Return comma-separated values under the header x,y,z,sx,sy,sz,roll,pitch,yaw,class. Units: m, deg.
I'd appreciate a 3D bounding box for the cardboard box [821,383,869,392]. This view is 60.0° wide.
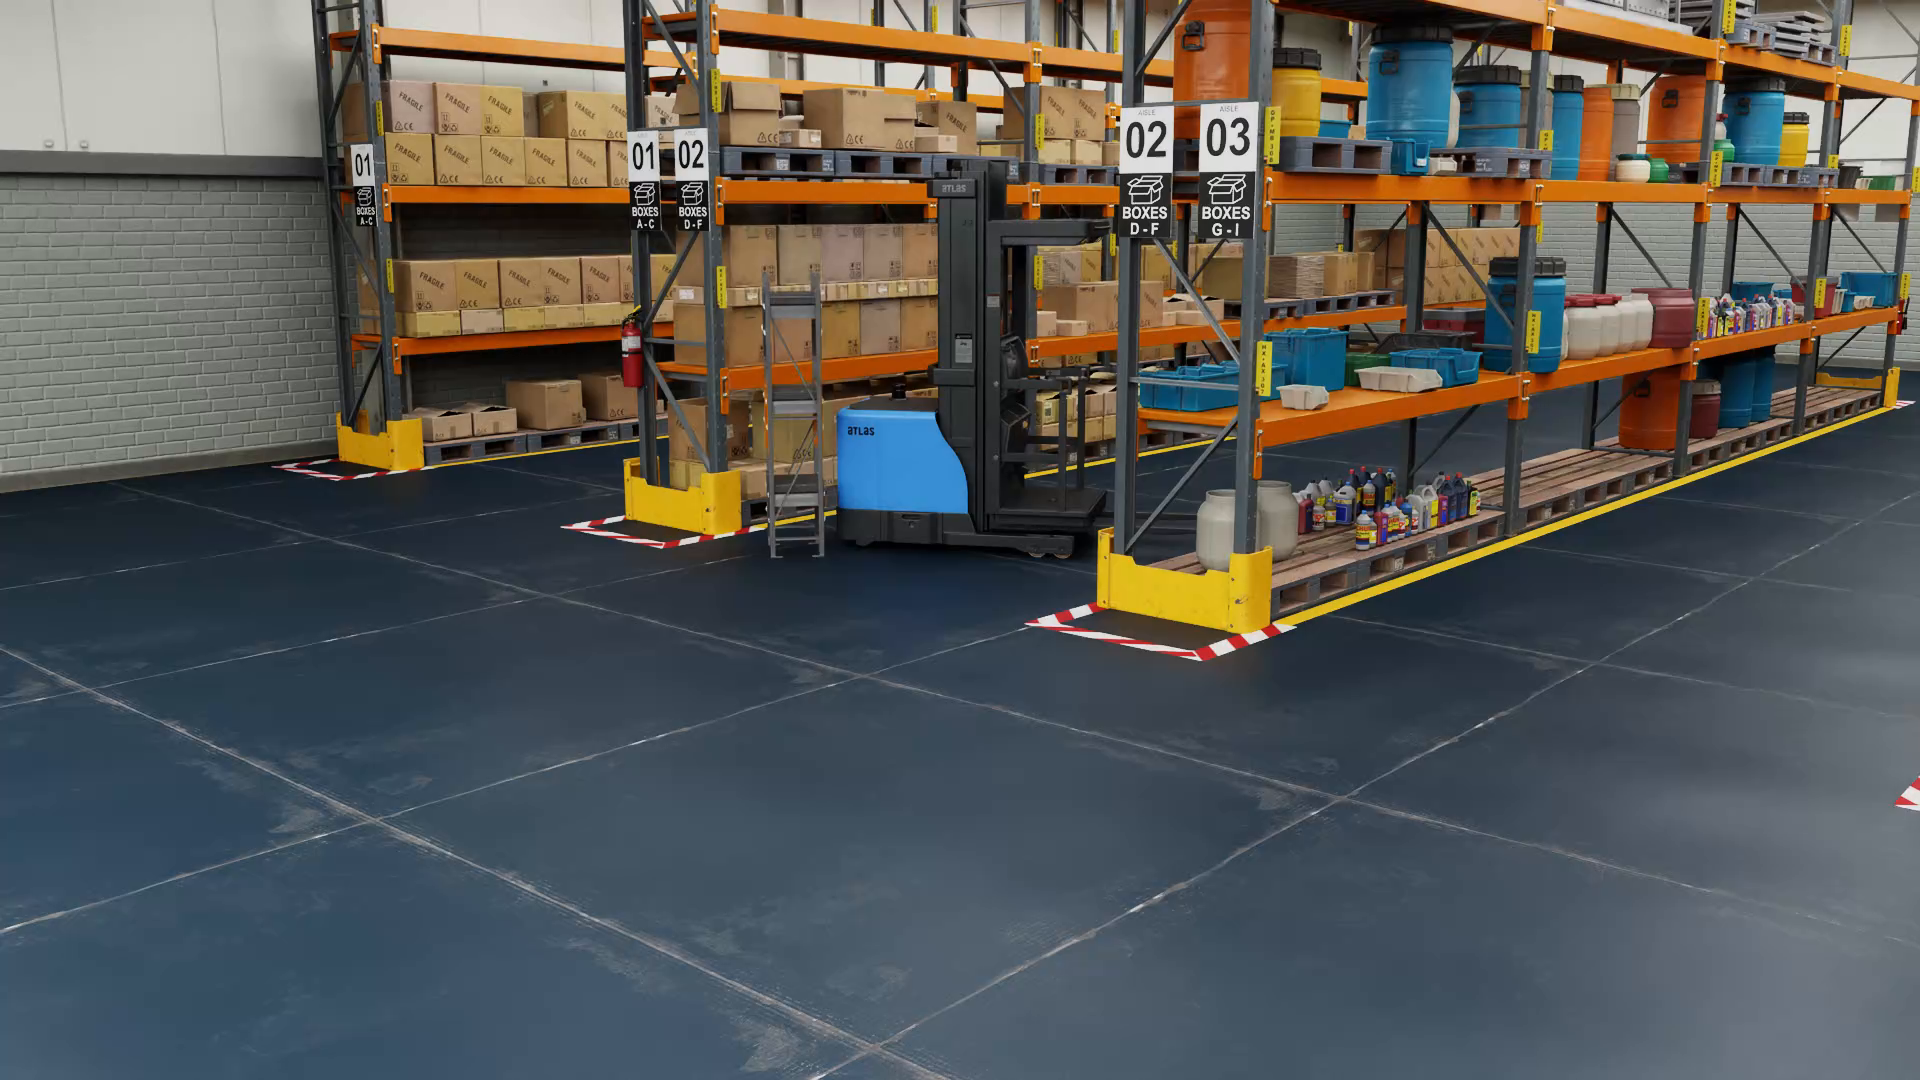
x,y,z,sx,sy,sz,roll,pitch,yaw,class
-1.189,-1.174,15.465,0.500,0.500,0.500,10,15,40,cardboard box

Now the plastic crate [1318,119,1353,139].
x,y,z,sx,sy,sz,roll,pitch,yaw,class
2.452,-2.751,11.708,0.392,0.384,0.575,10,15,40,plastic crate

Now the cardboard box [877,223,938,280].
x,y,z,sx,sy,sz,roll,pitch,yaw,class
-0.611,-2.669,15.347,0.700,0.500,0.500,10,15,40,cardboard box

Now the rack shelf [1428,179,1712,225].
x,y,z,sx,sy,sz,roll,pitch,yaw,class
5.380,-2.969,14.597,1.077,0.370,4.000,10,15,40,rack shelf

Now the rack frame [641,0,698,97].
x,y,z,sx,sy,sz,roll,pitch,yaw,class
-3.382,-5.779,19.172,1.000,3.000,0.127,10,15,40,rack frame

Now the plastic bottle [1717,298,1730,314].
x,y,z,sx,sy,sz,roll,pitch,yaw,class
8.049,-2.370,17.544,0.144,0.351,0.185,10,15,40,plastic bottle

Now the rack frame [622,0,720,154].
x,y,z,sx,sy,sz,roll,pitch,yaw,class
-2.299,-4.551,13.022,1.000,3.000,0.127,10,15,40,rack frame

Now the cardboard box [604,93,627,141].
x,y,z,sx,sy,sz,roll,pitch,yaw,class
-3.865,-4.666,18.399,0.500,0.500,0.500,11,16,43,cardboard box

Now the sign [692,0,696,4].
x,y,z,sx,sy,sz,roll,pitch,yaw,class
-2.987,-6.203,18.708,0.100,0.325,0.005,10,15,40,sign

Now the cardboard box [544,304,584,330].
x,y,z,sx,sy,sz,roll,pitch,yaw,class
-4.454,-2.443,18.114,0.500,0.250,0.500,10,15,41,cardboard box

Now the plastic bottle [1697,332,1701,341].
x,y,z,sx,sy,sz,roll,pitch,yaw,class
7.229,-2.106,16.415,0.152,0.276,0.135,10,15,40,plastic bottle

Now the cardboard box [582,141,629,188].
x,y,z,sx,sy,sz,roll,pitch,yaw,class
-3.873,-4.188,18.558,0.500,0.500,0.500,8,14,36,cardboard box

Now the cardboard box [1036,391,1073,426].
x,y,z,sx,sy,sz,roll,pitch,yaw,class
0.801,-1.359,16.872,0.500,0.311,0.500,10,15,41,cardboard box

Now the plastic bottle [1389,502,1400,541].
x,y,z,sx,sy,sz,roll,pitch,yaw,class
3.142,-0.138,12.084,0.097,0.271,0.097,0,11,0,plastic bottle

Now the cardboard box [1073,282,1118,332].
x,y,z,sx,sy,sz,roll,pitch,yaw,class
1.539,-2.509,17.858,0.500,0.500,0.500,10,15,40,cardboard box

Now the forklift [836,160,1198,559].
x,y,z,sx,sy,sz,roll,pitch,yaw,class
0.609,-1.411,12.795,3.031,2.935,1.130,2,12,12,forklift

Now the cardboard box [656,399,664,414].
x,y,z,sx,sy,sz,roll,pitch,yaw,class
-3.713,-1.581,19.581,0.380,0.166,0.250,7,14,33,cardboard box

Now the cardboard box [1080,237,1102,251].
x,y,z,sx,sy,sz,roll,pitch,yaw,class
1.783,-4.485,25.029,0.500,0.250,0.500,10,15,42,cardboard box

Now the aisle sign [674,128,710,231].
x,y,z,sx,sy,sz,roll,pitch,yaw,class
-2.112,-2.835,13.108,0.394,0.787,0.004,10,15,40,aisle sign

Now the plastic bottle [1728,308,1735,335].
x,y,z,sx,sy,sz,roll,pitch,yaw,class
7.936,-2.253,17.164,0.097,0.271,0.097,0,11,0,plastic bottle

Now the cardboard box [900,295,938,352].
x,y,z,sx,sy,sz,roll,pitch,yaw,class
-0.624,-2.029,15.455,0.700,0.500,0.500,10,15,41,cardboard box

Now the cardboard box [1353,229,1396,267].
x,y,z,sx,sy,sz,roll,pitch,yaw,class
5.762,-4.022,22.881,0.500,0.500,0.500,10,15,41,cardboard box

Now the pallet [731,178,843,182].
x,y,z,sx,sy,sz,roll,pitch,yaw,class
-2.212,-4.446,20.636,1.213,0.211,1.003,10,15,40,pallet

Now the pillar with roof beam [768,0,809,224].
x,y,z,sx,sy,sz,roll,pitch,yaw,class
0.984,-5.732,18.934,9.100,9.000,0.400,10,15,40,pillar with roof beam

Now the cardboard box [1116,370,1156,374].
x,y,z,sx,sy,sz,roll,pitch,yaw,class
2.075,-1.801,19.088,0.500,0.311,0.500,9,15,39,cardboard box

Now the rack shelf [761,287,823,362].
x,y,z,sx,sy,sz,roll,pitch,yaw,class
-1.263,-1.619,12.452,0.431,0.518,0.480,-2,11,-9,rack shelf

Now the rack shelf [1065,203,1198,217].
x,y,z,sx,sy,sz,roll,pitch,yaw,class
3.219,-5.427,26.903,1.077,0.370,4.000,10,15,40,rack shelf

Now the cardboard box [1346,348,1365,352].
x,y,z,sx,sy,sz,roll,pitch,yaw,class
5.120,-2.325,22.452,0.500,0.500,0.500,9,14,38,cardboard box

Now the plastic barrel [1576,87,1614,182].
x,y,z,sx,sy,sz,roll,pitch,yaw,class
5.563,-3.638,15.011,0.600,0.830,0.708,10,15,40,plastic barrel

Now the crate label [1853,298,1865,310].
x,y,z,sx,sy,sz,roll,pitch,yaw,class
11.211,-2.994,21.063,0.396,0.136,0.243,10,15,40,crate label

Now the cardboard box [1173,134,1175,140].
x,y,z,sx,sy,sz,roll,pitch,yaw,class
3.237,-6.253,26.343,0.500,0.500,0.500,10,15,41,cardboard box

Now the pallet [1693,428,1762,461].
x,y,z,sx,sy,sz,roll,pitch,yaw,class
7.995,-1.078,18.069,1.003,0.211,1.213,10,15,40,pallet

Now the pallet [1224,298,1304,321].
x,y,z,sx,sy,sz,roll,pitch,yaw,class
3.376,-2.801,20.066,1.213,0.211,1.003,10,15,40,pallet

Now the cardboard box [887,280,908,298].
x,y,z,sx,sy,sz,roll,pitch,yaw,class
-0.690,-2.271,15.012,0.380,0.149,0.250,10,15,42,cardboard box

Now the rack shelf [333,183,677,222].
x,y,z,sx,sy,sz,roll,pitch,yaw,class
-4.702,-3.661,18.063,1.077,0.370,4.000,10,15,40,rack shelf

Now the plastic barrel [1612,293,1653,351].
x,y,z,sx,sy,sz,roll,pitch,yaw,class
6.181,-2.021,15.386,0.421,0.512,0.421,0,11,0,plastic barrel

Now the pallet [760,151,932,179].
x,y,z,sx,sy,sz,roll,pitch,yaw,class
-1.008,-3.318,14.731,1.003,0.211,1.213,10,15,40,pallet

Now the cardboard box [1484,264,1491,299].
x,y,z,sx,sy,sz,roll,pitch,yaw,class
7.498,-3.762,24.131,0.500,0.500,0.500,10,15,41,cardboard box

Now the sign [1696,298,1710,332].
x,y,z,sx,sy,sz,roll,pitch,yaw,class
7.118,-2.155,15.926,0.100,0.325,0.005,10,15,40,sign

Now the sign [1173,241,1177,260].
x,y,z,sx,sy,sz,roll,pitch,yaw,class
2.568,-3.384,19.741,0.100,0.325,0.005,10,15,40,sign

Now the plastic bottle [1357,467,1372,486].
x,y,z,sx,sy,sz,roll,pitch,yaw,class
3.215,-0.408,13.237,0.144,0.351,0.185,10,15,42,plastic bottle

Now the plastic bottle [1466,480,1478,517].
x,y,z,sx,sy,sz,roll,pitch,yaw,class
3.990,-0.327,13.002,0.061,0.283,0.133,11,16,43,plastic bottle

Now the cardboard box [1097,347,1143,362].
x,y,z,sx,sy,sz,roll,pitch,yaw,class
2.469,-3.092,26.341,0.700,0.500,0.500,10,15,41,cardboard box

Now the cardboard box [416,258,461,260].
x,y,z,sx,sy,sz,roll,pitch,yaw,class
-5.531,-2.723,17.602,0.500,0.500,0.500,10,15,41,cardboard box

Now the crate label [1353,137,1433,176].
x,y,z,sx,sy,sz,roll,pitch,yaw,class
2.903,-2.599,11.286,0.502,0.251,0.408,10,15,40,crate label

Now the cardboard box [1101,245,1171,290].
x,y,z,sx,sy,sz,roll,pitch,yaw,class
2.755,-4.346,26.547,0.980,0.700,0.700,9,15,39,cardboard box

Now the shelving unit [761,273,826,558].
x,y,z,sx,sy,sz,roll,pitch,yaw,class
-1.263,-0.946,12.586,0.431,2.100,0.503,-2,11,-9,shelving unit

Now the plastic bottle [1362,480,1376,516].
x,y,z,sx,sy,sz,roll,pitch,yaw,class
3.210,-0.332,13.060,0.097,0.271,0.097,0,11,0,plastic bottle

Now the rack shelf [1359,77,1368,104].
x,y,z,sx,sy,sz,roll,pitch,yaw,class
6.942,-6.256,23.405,1.077,0.370,4.000,10,15,40,rack shelf

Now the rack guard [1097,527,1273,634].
x,y,z,sx,sy,sz,roll,pitch,yaw,class
1.434,0.240,10.731,1.175,0.500,0.348,10,15,40,rack guard

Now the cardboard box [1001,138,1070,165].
x,y,z,sx,sy,sz,roll,pitch,yaw,class
0.755,-3.890,16.683,0.500,0.250,0.500,-10,15,-42,cardboard box

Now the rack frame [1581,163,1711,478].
x,y,z,sx,sy,sz,roll,pitch,yaw,class
6.700,-2.145,16.293,1.000,3.000,0.127,10,15,40,rack frame

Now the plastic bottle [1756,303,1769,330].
x,y,z,sx,sy,sz,roll,pitch,yaw,class
8.660,-2.425,18.013,0.152,0.276,0.135,10,15,40,plastic bottle

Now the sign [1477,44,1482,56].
x,y,z,sx,sy,sz,roll,pitch,yaw,class
7.855,-7.472,25.060,0.100,0.325,0.005,10,15,40,sign

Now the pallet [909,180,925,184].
x,y,z,sx,sy,sz,roll,pitch,yaw,class
-0.357,-4.906,22.940,1.213,0.211,1.003,11,16,43,pallet

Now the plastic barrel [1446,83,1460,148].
x,y,z,sx,sy,sz,roll,pitch,yaw,class
3.628,-3.250,12.811,0.421,0.512,0.421,0,11,0,plastic barrel

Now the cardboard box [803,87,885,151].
x,y,z,sx,sy,sz,roll,pitch,yaw,class
-0.998,-3.613,14.297,0.500,0.500,0.500,10,15,40,cardboard box

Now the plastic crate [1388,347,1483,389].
x,y,z,sx,sy,sz,roll,pitch,yaw,class
3.533,-1.286,12.370,0.499,0.251,0.616,10,15,40,plastic crate

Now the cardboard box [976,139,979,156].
x,y,z,sx,sy,sz,roll,pitch,yaw,class
-0.155,-5.325,23.178,0.700,0.500,0.500,9,14,37,cardboard box
